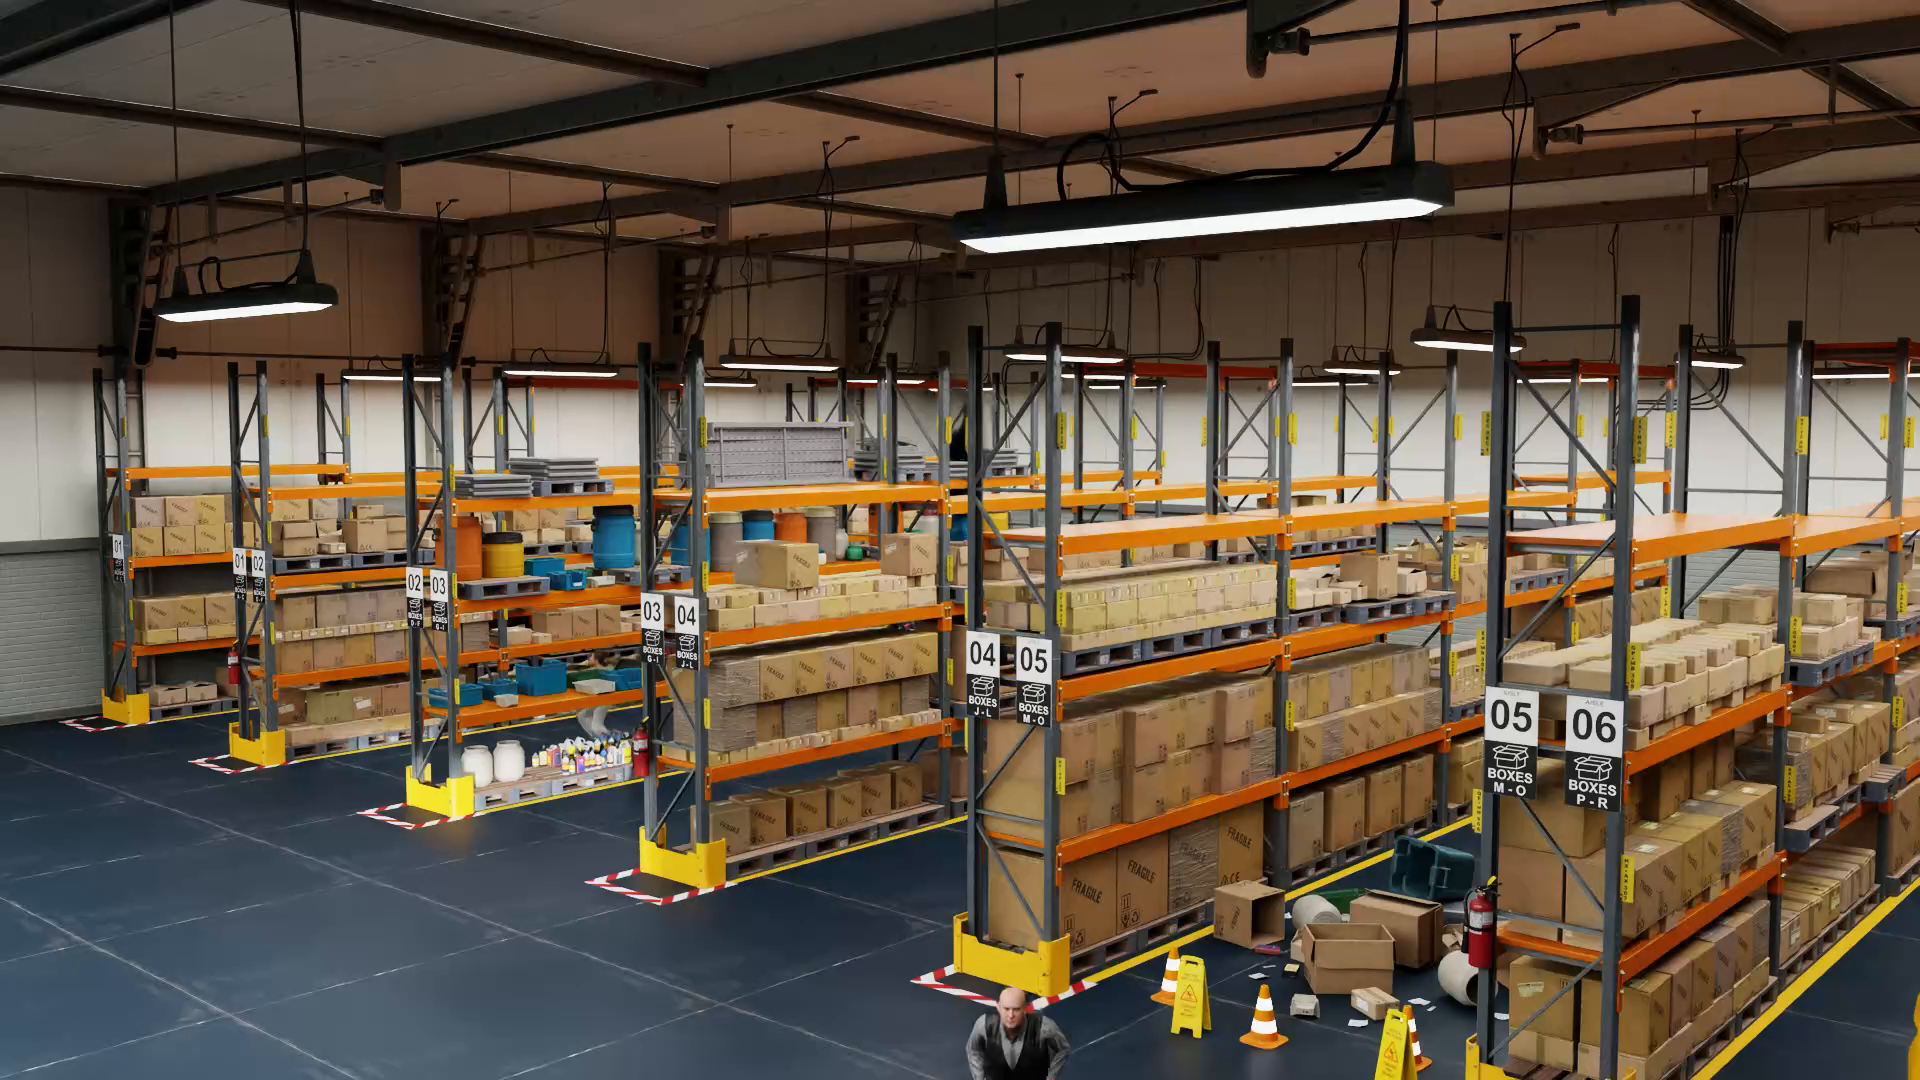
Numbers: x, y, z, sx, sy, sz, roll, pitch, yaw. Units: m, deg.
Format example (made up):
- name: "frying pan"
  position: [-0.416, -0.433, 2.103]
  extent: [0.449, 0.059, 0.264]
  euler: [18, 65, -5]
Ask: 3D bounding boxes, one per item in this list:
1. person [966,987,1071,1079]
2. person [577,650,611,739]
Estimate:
- name: "person"
  position: [0.374, 3.578, 10.656]
  extent: [0.664, 1.675, 0.905]
  euler: [0, 4, 4]
- name: "person"
  position: [-5.551, 2.483, 25.450]
  extent: [0.590, 1.627, 0.638]
  euler: [-1, 4, -19]
